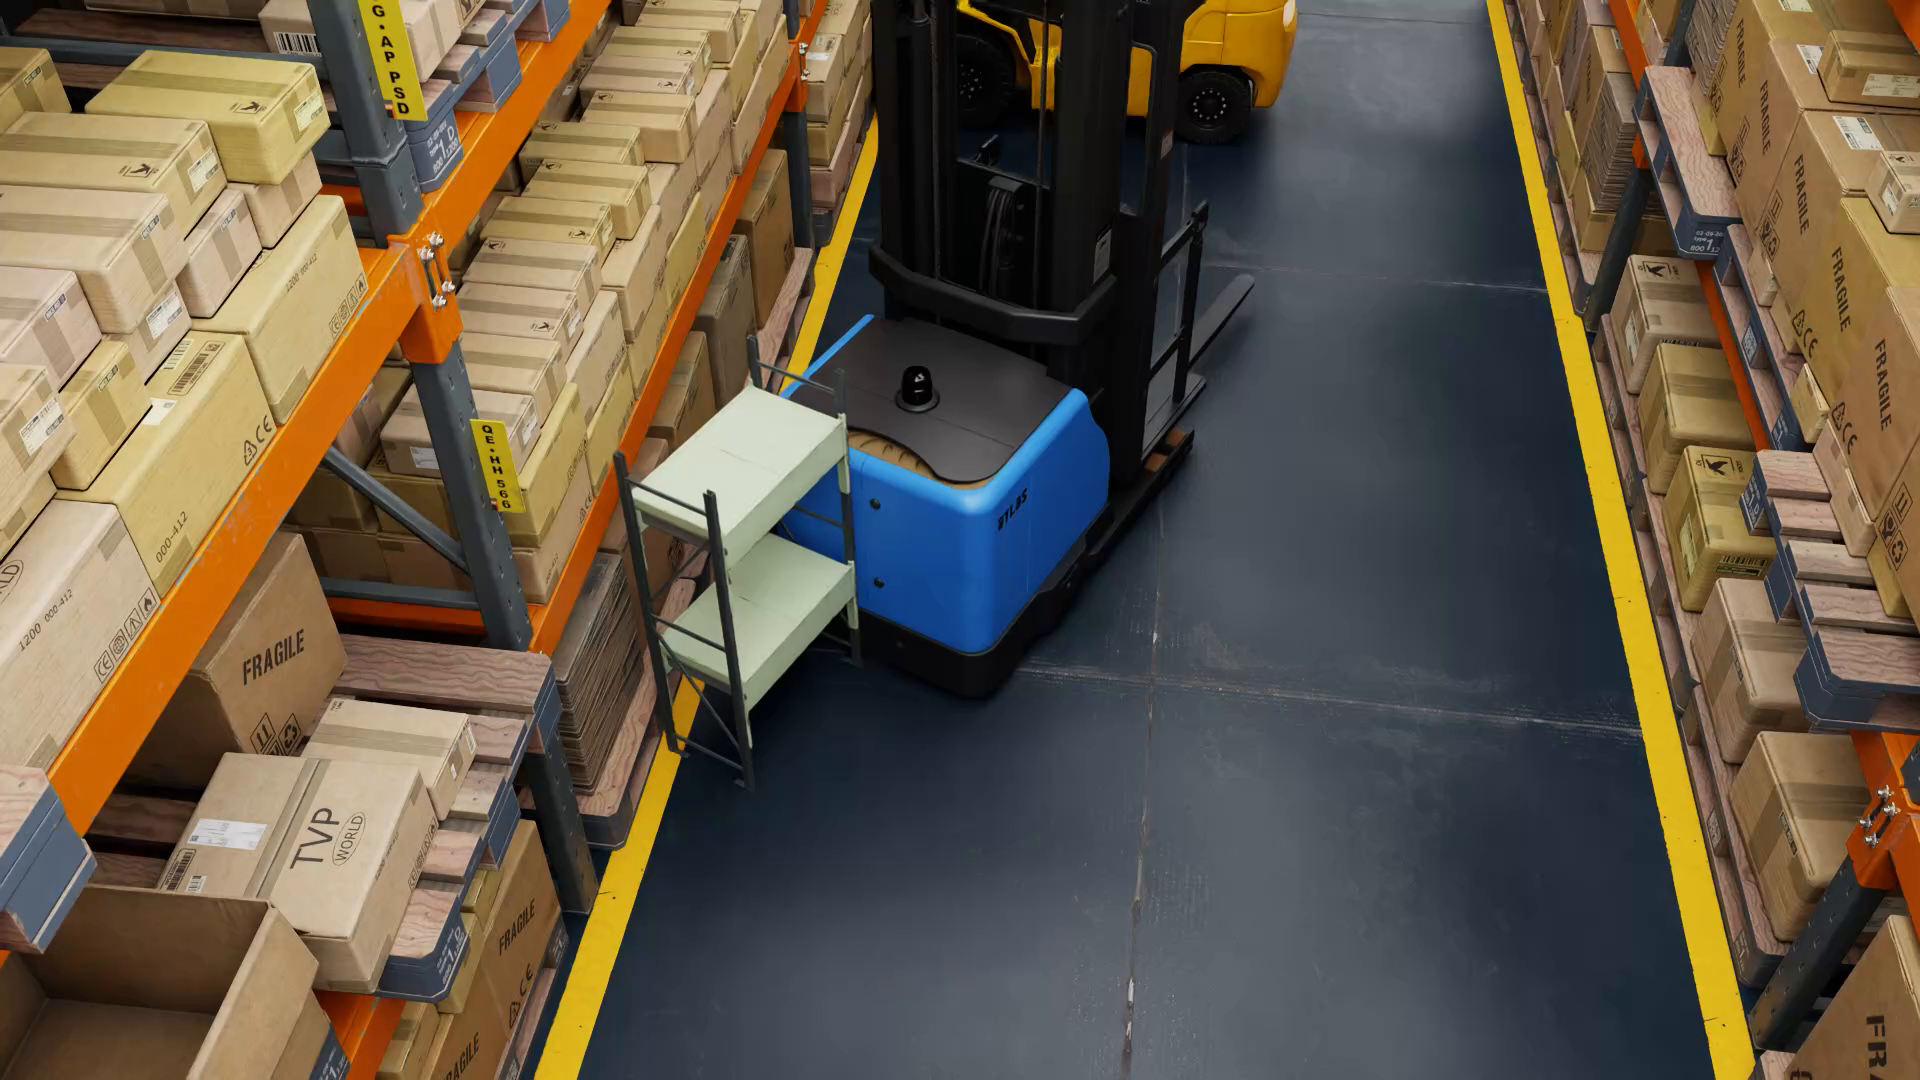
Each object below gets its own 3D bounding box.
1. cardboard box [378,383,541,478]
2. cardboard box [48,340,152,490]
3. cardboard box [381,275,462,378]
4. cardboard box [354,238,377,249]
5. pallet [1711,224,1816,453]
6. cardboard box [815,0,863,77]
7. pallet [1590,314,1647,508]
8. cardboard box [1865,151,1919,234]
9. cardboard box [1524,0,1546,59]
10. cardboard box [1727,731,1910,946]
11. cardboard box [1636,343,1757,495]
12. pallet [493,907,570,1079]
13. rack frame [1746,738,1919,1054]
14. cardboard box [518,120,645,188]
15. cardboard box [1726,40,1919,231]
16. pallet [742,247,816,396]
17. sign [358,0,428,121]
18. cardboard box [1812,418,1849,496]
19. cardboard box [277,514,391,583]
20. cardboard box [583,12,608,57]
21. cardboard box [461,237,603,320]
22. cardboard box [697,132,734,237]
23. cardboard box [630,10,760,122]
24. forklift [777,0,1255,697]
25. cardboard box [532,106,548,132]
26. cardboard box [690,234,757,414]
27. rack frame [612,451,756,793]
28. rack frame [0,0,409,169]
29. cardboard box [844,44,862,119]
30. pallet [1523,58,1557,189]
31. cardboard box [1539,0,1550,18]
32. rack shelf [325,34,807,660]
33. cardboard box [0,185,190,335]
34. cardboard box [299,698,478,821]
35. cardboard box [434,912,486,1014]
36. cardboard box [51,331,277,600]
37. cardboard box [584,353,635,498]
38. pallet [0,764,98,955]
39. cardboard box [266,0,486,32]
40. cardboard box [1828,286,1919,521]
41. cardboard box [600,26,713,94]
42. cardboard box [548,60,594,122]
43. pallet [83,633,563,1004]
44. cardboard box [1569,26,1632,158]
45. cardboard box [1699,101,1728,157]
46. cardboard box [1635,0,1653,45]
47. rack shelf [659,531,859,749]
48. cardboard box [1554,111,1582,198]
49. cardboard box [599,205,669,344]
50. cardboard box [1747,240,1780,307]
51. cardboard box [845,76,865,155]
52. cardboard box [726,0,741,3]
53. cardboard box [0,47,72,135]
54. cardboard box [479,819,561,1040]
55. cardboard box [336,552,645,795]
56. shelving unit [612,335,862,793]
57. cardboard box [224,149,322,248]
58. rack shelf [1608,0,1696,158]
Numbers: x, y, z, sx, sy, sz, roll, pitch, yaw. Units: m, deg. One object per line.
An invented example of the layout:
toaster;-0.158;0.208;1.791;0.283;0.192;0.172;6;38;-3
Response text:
cardboard box;-1.461;-0.311;4.874;0.380;0.149;0.250;6;44;7
cardboard box;-1.706;-0.239;2.981;0.380;0.149;0.250;5;44;6
cardboard box;-1.945;-0.655;5.528;0.500;0.250;0.500;6;44;6
cardboard box;-1.971;-0.893;5.489;0.380;0.149;0.250;4;44;5
pallet;3.347;-0.683;5.951;1.003;0.211;1.213;5;44;6
cardboard box;-0.813;-2.740;8.952;0.500;0.250;0.500;5;44;6
pallet;3.553;-0.582;7.734;1.003;0.211;1.213;5;44;6
cardboard box;3.062;-1.073;5.157;0.380;0.149;0.250;3;44;4
cardboard box;3.728;-3.134;10.095;0.500;0.250;0.500;7;44;7
cardboard box;3.210;1.018;5.621;0.950;0.372;0.625;3;43;3
cardboard box;3.496;-0.476;7.199;0.950;0.372;0.625;8;44;8
pallet;-1.931;1.670;5.355;1.003;0.211;1.213;5;44;6
rack frame;3.126;0.600;4.456;1.000;3.000;0.127;5;44;6
cardboard box;-1.362;-1.377;6.000;0.380;0.149;0.250;5;44;6
cardboard box;3.164;-1.452;6.029;0.500;0.500;0.500;5;44;5
pallet;-1.325;-1.056;8.234;1.003;0.211;1.213;5;44;6
sign;-1.257;-1.074;3.668;0.100;0.325;0.005;5;44;6
cardboard box;2.930;-0.242;5.223;0.380;0.149;0.250;3;44;4
cardboard box;-1.989;-0.123;5.330;0.500;0.250;0.500;4;44;5
cardboard box;-1.660;-2.102;6.766;0.380;0.149;0.250;5;44;5
cardboard box;-1.396;-0.849;5.443;0.380;0.149;0.250;6;44;6
cardboard box;-1.230;-1.474;6.756;0.500;0.250;0.500;5;44;6
cardboard box;-1.138;-1.992;6.940;0.500;0.250;0.500;4;44;4
forklift;0.414;-1.446;6.668;1.130;2.935;3.031;22;48;22
cardboard box;-1.773;-1.591;6.227;0.380;0.149;0.250;6;44;6
cardboard box;-1.434;-0.980;7.547;0.875;0.625;0.625;5;44;5
rack frame;-0.949;0.331;5.832;0.400;1.500;0.023;22;48;22
rack frame;-1.795;-2.027;2.868;1.000;3.000;0.127;5;44;6
cardboard box;-0.831;-2.555;9.120;0.500;0.250;0.500;5;44;5
pallet;3.867;-2.408;9.662;1.003;0.211;1.213;5;44;6
cardboard box;3.735;-3.380;9.810;0.500;0.500;0.500;4;44;4
rack shelf;-1.530;-0.950;6.617;1.077;0.370;4.000;5;44;6
cardboard box;-1.671;-0.519;3.060;0.380;0.149;0.250;4;44;4
cardboard box;-1.501;0.573;4.363;0.380;0.149;0.250;6;44;6
cardboard box;-1.614;1.220;4.843;0.380;0.149;0.250;3;44;3
cardboard box;-1.688;-0.168;3.196;0.500;0.250;0.500;5;44;6
cardboard box;-1.423;-0.416;5.639;0.500;0.250;0.500;4;44;5
pallet;-2.034;0.712;2.294;1.213;0.211;1.003;5;44;6
cardboard box;-1.458;-1.634;4.184;0.500;0.500;0.500;6;44;6
cardboard box;2.968;-0.385;4.902;0.500;0.500;0.500;5;44;5
cardboard box;-1.192;-1.889;6.542;0.380;0.149;0.250;4;44;5
cardboard box;-1.743;-1.688;6.619;0.500;0.250;0.500;4;44;5
pallet;-1.815;0.690;4.502;1.213;0.211;1.003;5;44;6
cardboard box;3.532;-2.326;8.696;0.500;0.500;0.500;6;44;6
cardboard box;3.227;-1.670;6.731;0.380;0.149;0.250;6;44;6
cardboard box;3.421;-2.452;7.863;0.380;0.149;0.250;6;44;6
rack shelf;-0.761;0.351;6.284;0.431;0.370;0.720;22;48;22
cardboard box;3.527;-2.071;8.972;0.500;0.250;0.500;4;44;4
cardboard box;-1.340;-0.952;5.841;0.500;0.250;0.500;4;44;4
cardboard box;3.068;-0.953;5.975;0.380;0.149;0.250;7;44;7
cardboard box;-0.822;-2.375;9.294;0.500;0.250;0.500;4;44;5
cardboard box;-1.107;-2.416;7.097;0.380;0.149;0.250;5;44;5
cardboard box;-2.118;-0.910;3.473;0.380;0.149;0.250;4;44;4
cardboard box;-1.638;1.215;5.320;0.500;0.500;0.500;6;44;7
cardboard box;-1.699;0.438;6.050;0.875;0.625;0.625;7;44;7
shelving unit;-0.761;0.115;6.060;0.431;1.500;0.755;22;48;22
cardboard box;-1.603;-0.764;3.535;0.380;0.149;0.250;6;44;6
rack shelf;3.919;-3.227;9.022;1.077;0.370;4.000;5;44;6
